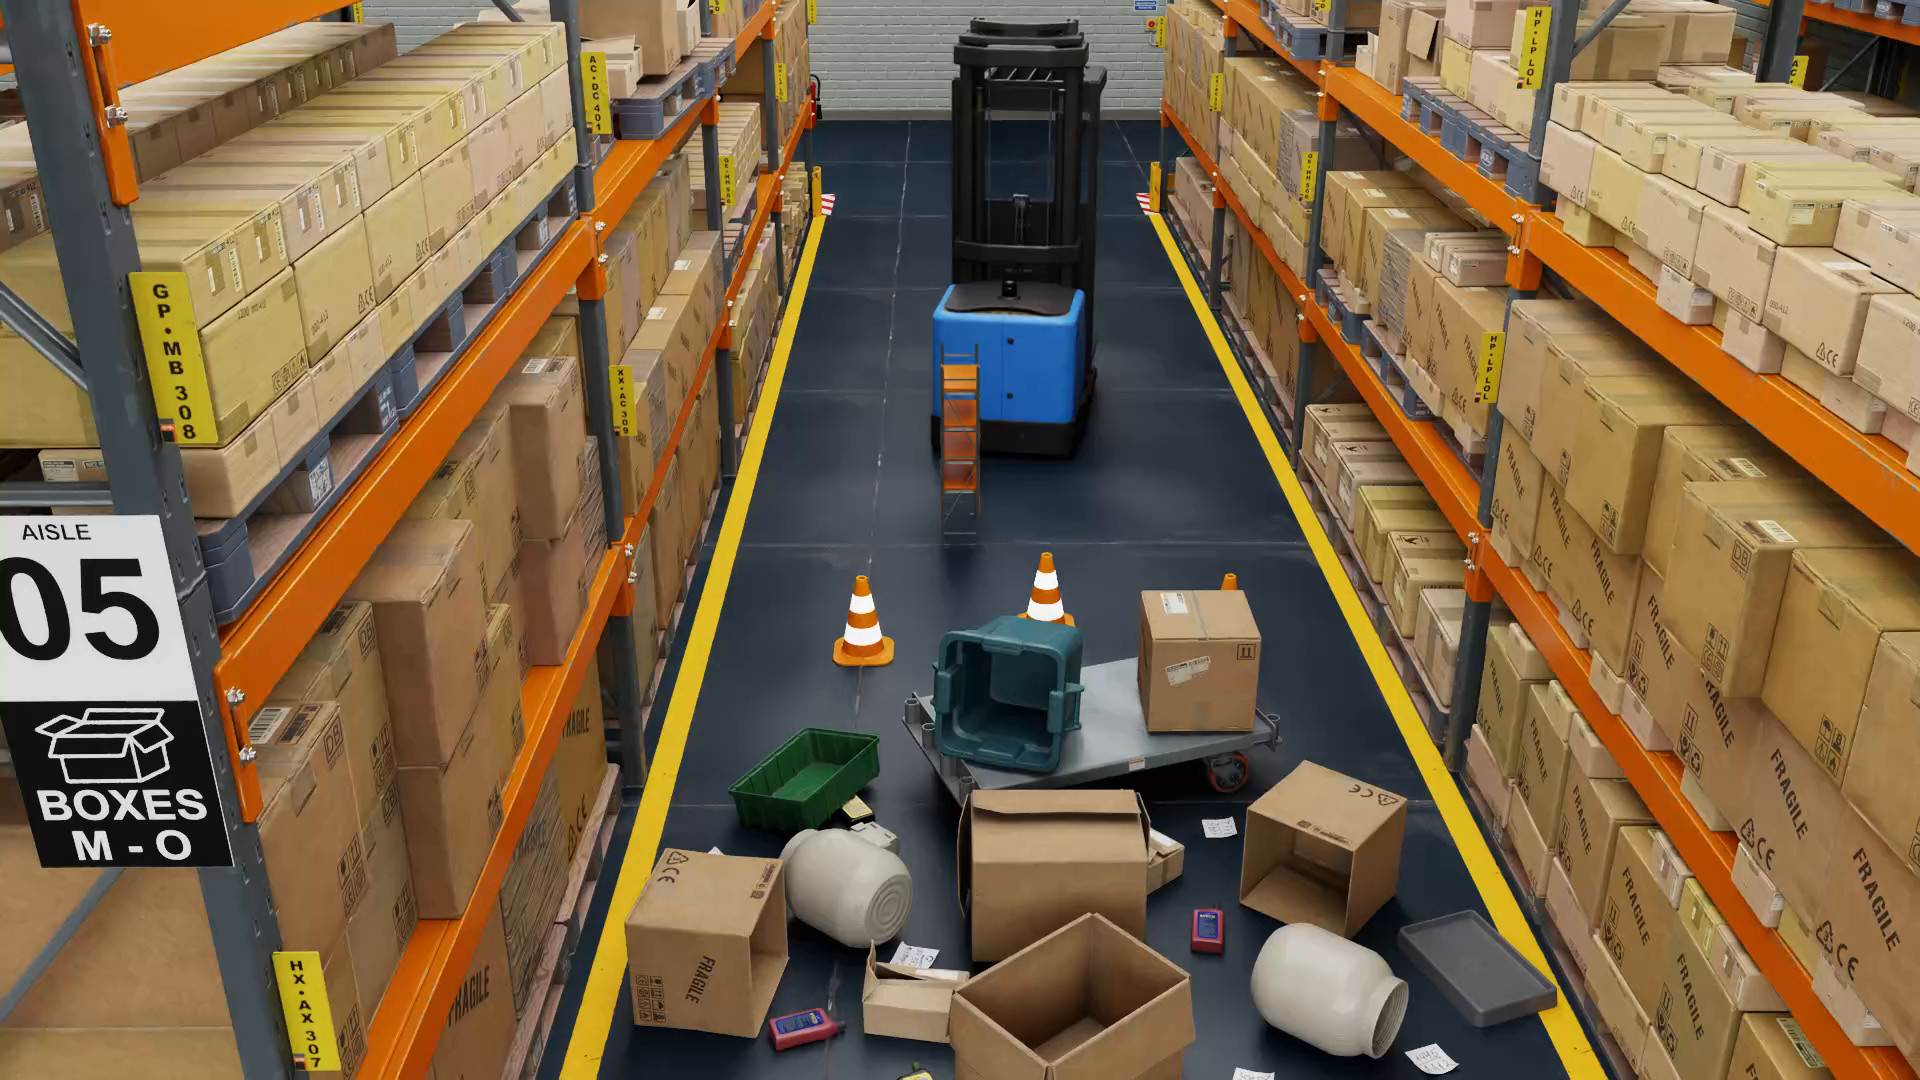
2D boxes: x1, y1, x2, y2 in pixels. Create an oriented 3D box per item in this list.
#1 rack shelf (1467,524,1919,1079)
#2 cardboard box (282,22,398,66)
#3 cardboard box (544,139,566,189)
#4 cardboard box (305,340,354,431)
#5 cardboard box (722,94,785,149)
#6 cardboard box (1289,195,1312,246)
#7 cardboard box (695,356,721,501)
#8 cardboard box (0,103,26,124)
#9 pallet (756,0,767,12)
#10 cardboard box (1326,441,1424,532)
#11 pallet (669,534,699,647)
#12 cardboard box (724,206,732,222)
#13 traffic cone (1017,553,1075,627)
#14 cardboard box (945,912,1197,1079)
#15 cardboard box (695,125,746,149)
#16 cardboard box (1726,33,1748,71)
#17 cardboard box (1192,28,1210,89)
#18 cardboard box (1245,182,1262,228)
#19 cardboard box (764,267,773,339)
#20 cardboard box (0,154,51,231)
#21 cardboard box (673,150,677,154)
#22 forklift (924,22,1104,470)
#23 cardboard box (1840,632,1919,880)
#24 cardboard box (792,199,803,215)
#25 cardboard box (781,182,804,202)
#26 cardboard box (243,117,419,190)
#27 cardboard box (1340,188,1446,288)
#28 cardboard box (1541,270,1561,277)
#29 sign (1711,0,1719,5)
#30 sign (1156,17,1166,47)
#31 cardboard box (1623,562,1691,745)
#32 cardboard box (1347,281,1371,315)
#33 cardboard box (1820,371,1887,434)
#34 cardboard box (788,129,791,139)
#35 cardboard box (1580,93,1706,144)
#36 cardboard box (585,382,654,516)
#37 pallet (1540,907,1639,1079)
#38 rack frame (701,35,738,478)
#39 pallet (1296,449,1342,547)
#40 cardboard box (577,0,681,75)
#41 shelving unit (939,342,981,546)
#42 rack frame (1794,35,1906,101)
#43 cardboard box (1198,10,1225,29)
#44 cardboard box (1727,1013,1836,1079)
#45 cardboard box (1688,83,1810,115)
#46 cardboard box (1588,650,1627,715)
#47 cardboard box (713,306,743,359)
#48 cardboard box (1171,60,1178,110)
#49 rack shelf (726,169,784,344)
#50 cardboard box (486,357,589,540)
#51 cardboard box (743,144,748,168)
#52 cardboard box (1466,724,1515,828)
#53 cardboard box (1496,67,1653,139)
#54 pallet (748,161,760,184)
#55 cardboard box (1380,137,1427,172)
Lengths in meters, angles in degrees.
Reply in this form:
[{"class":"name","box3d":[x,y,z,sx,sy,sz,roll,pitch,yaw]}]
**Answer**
[{"class":"rack shelf","box3d":[2.934,0.911,5.970,1.077,0.370,4.000,0,24,-1]},{"class":"cardboard box","box3d":[-2.372,-1.878,6.330,0.380,0.149,0.250,0,24,0]},{"class":"cardboard box","box3d":[-1.710,-1.414,6.271,0.380,0.149,0.250,0,24,0]},{"class":"cardboard box","box3d":[-1.682,-0.369,3.960,0.380,0.149,0.250,0,24,0]},{"class":"cardboard box","box3d":[-1.877,-3.860,15.163,0.500,0.500,0.500,-1,24,-2]},{"class":"cardboard box","box3d":[2.609,-2.248,11.655,0.500,0.250,0.500,0,24,-1]},{"class":"cardboard box","box3d":[-2.163,-0.741,10.968,1.050,0.750,0.750,-1,24,-1]},{"class":"cardboard box","box3d":[-7.037,-2.918,12.222,0.797,0.503,0.637,0,24,1]},{"class":"pallet","box3d":[-2.224,-4.500,13.648,1.213,0.211,1.003,0,24,-1]},{"class":"cardboard box","box3d":[2.881,-0.347,10.556,0.950,0.372,0.625,-1,24,-2]},{"class":"pallet","box3d":[-2.136,0.271,9.894,1.003,0.211,1.213,0,24,-1]},{"class":"cardboard box","box3d":[-1.894,-2.421,12.258,0.380,0.149,0.250,1,24,2]},{"class":"traffic cone","box3d":[0.496,0.295,9.537,0.336,0.463,0.334,0,24,-1]},{"class":"cardboard box","box3d":[0.405,1.832,6.089,0.797,0.503,0.637,-19,31,-36]},{"class":"cardboard box","box3d":[-1.917,-3.231,13.327,0.380,0.149,0.250,-1,24,-2]},{"class":"cardboard box","box3d":[7.497,-4.813,16.662,0.500,0.500,0.500,0,24,1]},{"class":"cardboard box","box3d":[2.531,-4.651,16.059,0.500,0.500,0.500,0,24,0]},{"class":"cardboard box","box3d":[2.559,-2.657,13.166,0.500,0.250,0.500,-1,24,-1]},{"class":"cardboard box","box3d":[-1.859,-2.011,14.080,0.500,0.500,0.500,-1,24,-2]},{"class":"cardboard box","box3d":[-2.344,-0.834,4.021,0.380,0.149,0.250,0,24,0]},{"class":"cardboard box","box3d":[-2.572,-3.169,13.913,0.380,0.149,0.250,0,24,0]},{"class":"forklift","box3d":[0.477,-2.405,12.511,1.130,2.935,3.031,4,25,8]},{"class":"cardboard box","box3d":[2.732,0.561,4.175,0.700,0.500,0.500,-1,24,-2]},{"class":"cardboard box","box3d":[-1.850,-3.507,17.452,0.380,0.149,0.250,0,24,0]},{"class":"cardboard box","box3d":[-1.835,-3.641,17.389,0.380,0.149,0.250,1,24,1]},{"class":"cardboard box","box3d":[-1.691,-1.044,4.486,0.380,0.149,0.250,-1,24,-1]},{"class":"cardboard box","box3d":[2.655,-1.861,10.233,0.500,0.500,0.500,1,24,2]},{"class":"cardboard box","box3d":[3.196,-1.218,8.812,0.500,0.500,0.500,0,24,-1]},{"class":"sign","box3d":[8.300,-5.876,18.313,0.100,0.325,0.005,0,24,-1]},{"class":"sign","box3d":[2.226,-5.617,18.382,0.100,0.325,0.005,0,24,-1]},{"class":"cardboard box","box3d":[2.685,0.382,5.783,0.500,0.500,0.500,0,24,0]},{"class":"cardboard box","box3d":[2.595,-1.489,10.197,0.380,0.149,0.250,0,24,0]},{"class":"cardboard box","box3d":[2.682,-0.410,4.682,0.380,0.149,0.250,0,24,-1]},{"class":"cardboard box","box3d":[-1.863,-4.020,16.304,0.380,0.149,0.250,1,24,2]},{"class":"cardboard box","box3d":[2.621,-1.619,6.386,0.380,0.149,0.250,0,24,1]},{"class":"cardboard box","box3d":[-1.773,-0.441,7.964,0.500,0.500,0.500,0,24,0]},{"class":"pallet","box3d":[2.971,1.810,6.492,1.003,0.211,1.213,0,24,-1]},{"class":"rack frame","box3d":[-2.080,-1.826,11.147,1.000,3.000,0.127,0,24,-1]},{"class":"pallet","box3d":[2.876,-0.297,11.151,1.003,0.211,1.213,0,24,-1]},{"class":"cardboard box","box3d":[-1.781,-2.760,8.820,0.500,0.500,0.500,0,24,-1]},{"class":"shelving unit","box3d":[-0.002,-0.615,10.654,0.258,1.200,0.503,0,24,-1]},{"class":"rack frame","box3d":[7.788,-3.562,14.985,1.000,3.000,0.127,0,24,-1]},{"class":"cardboard box","box3d":[2.535,-5.088,16.239,0.380,0.149,0.250,0,24,-1]},{"class":"cardboard box","box3d":[2.686,1.798,5.052,0.500,0.500,0.500,0,24,0]},{"class":"cardboard box","box3d":[3.134,-1.727,6.626,0.380,0.149,0.250,0,24,1]},{"class":"cardboard box","box3d":[2.599,0.532,6.240,0.380,0.149,0.250,0,24,0]},{"class":"cardboard box","box3d":[-1.846,-1.505,12.051,0.500,0.250,0.500,-1,24,-3]},{"class":"cardboard box","box3d":[2.533,-4.824,17.655,0.500,0.500,0.500,-1,24,-1]},{"class":"rack shelf","box3d":[-2.102,-2.322,13.117,1.077,0.370,4.000,0,24,-1]},{"class":"cardboard box","box3d":[-1.945,-0.360,6.413,0.875,0.550,0.550,0,24,-1]},{"class":"cardboard box","box3d":[-1.909,-3.093,13.382,0.380,0.149,0.250,-1,24,-3]},{"class":"cardboard box","box3d":[2.649,1.064,7.584,0.500,0.250,0.500,-1,24,-3]},{"class":"cardboard box","box3d":[2.761,-1.971,7.501,0.500,0.250,0.500,-1,24,-2]},{"class":"pallet","box3d":[-2.261,-3.071,14.133,1.003,0.211,1.213,0,24,-1]},{"class":"cardboard box","box3d":[3.108,-2.595,11.513,0.500,0.500,0.500,-1,24,-2]}]
